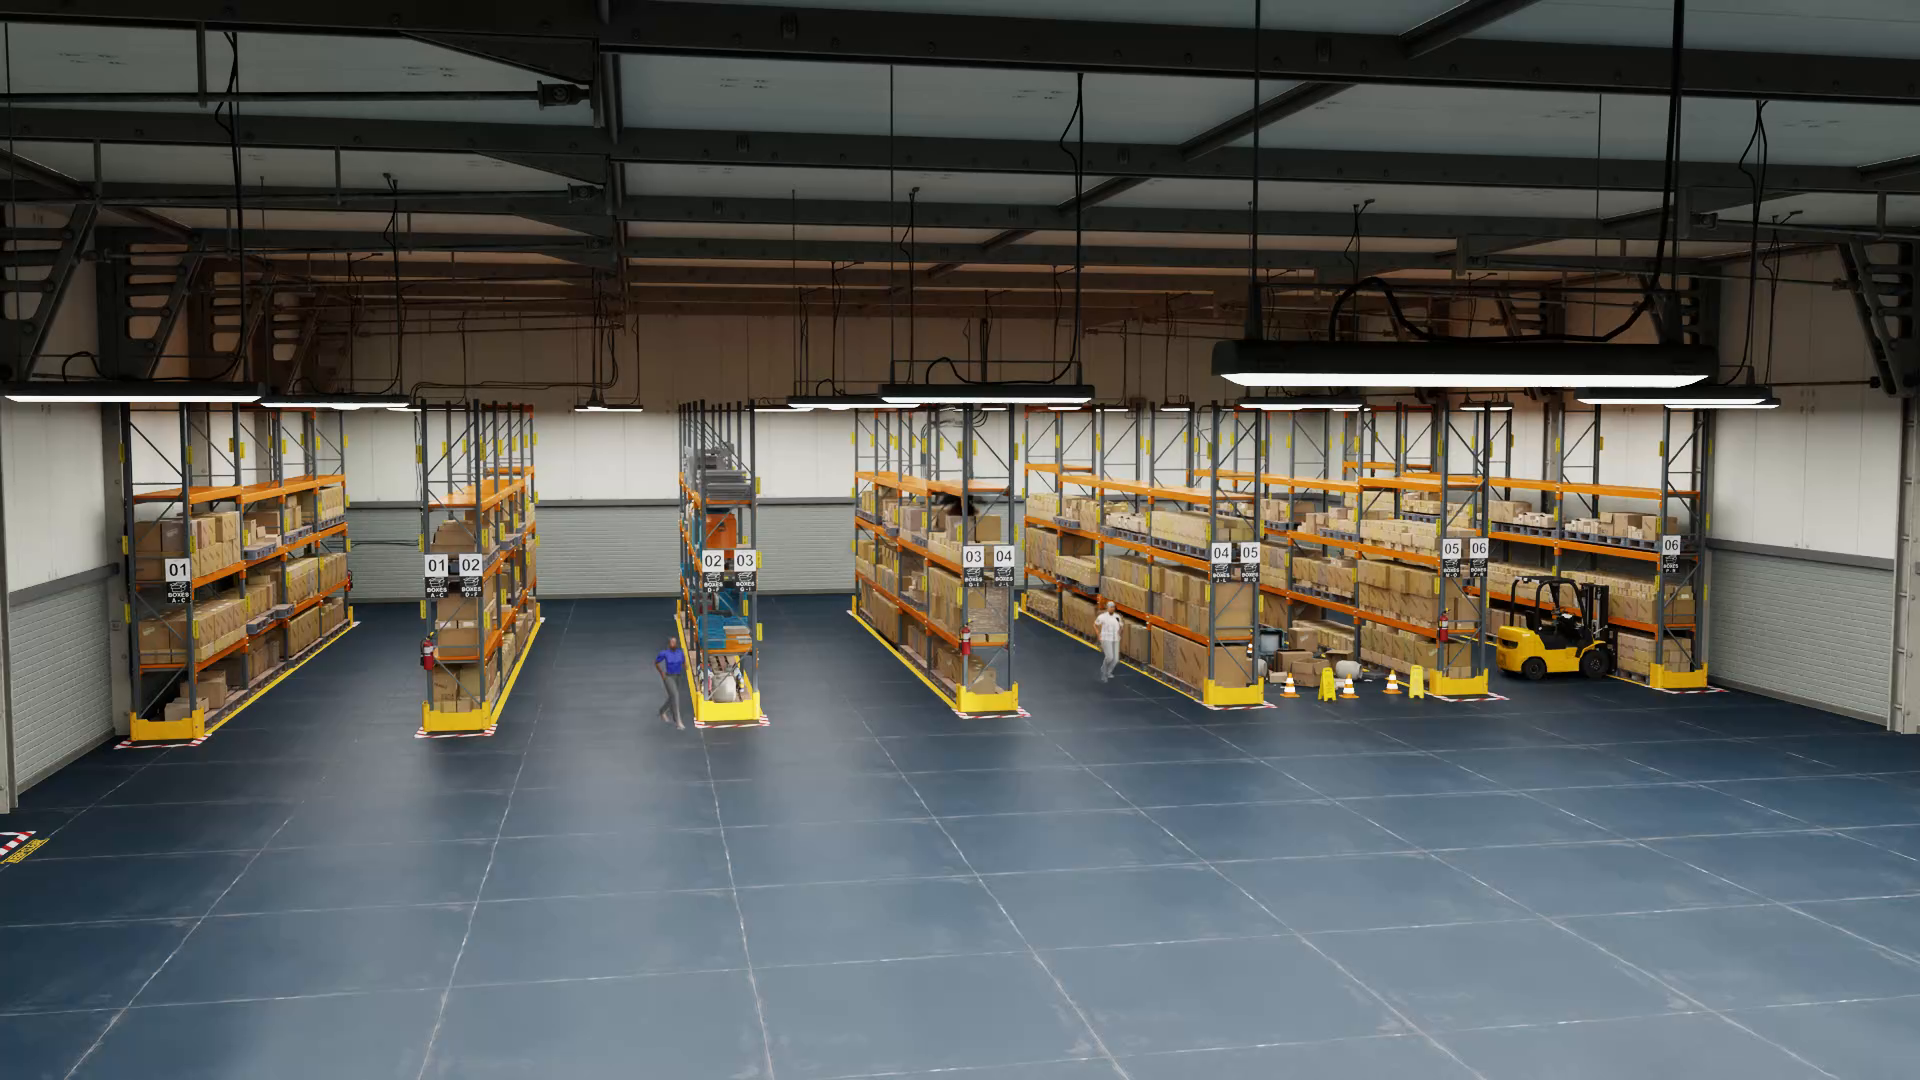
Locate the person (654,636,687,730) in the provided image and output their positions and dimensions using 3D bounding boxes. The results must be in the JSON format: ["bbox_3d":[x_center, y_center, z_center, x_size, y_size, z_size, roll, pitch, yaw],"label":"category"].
[{"bbox_3d":[-5.266,2.597,30.504,0.562,1.687,0.867,-4,6,-44],"label":"person"}]

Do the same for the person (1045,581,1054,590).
[{"bbox_3d":[2.766,1.190,49.897,0.711,1.538,0.595,2,5,20],"label":"person"}]

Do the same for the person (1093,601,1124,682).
[{"bbox_3d":[3.113,2.103,34.232,0.593,1.674,0.590,-2,5,-21],"label":"person"}]

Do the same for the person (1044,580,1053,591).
[{"bbox_3d":[2.792,1.126,50.108,0.586,1.659,0.617,-2,5,-28],"label":"person"}]
